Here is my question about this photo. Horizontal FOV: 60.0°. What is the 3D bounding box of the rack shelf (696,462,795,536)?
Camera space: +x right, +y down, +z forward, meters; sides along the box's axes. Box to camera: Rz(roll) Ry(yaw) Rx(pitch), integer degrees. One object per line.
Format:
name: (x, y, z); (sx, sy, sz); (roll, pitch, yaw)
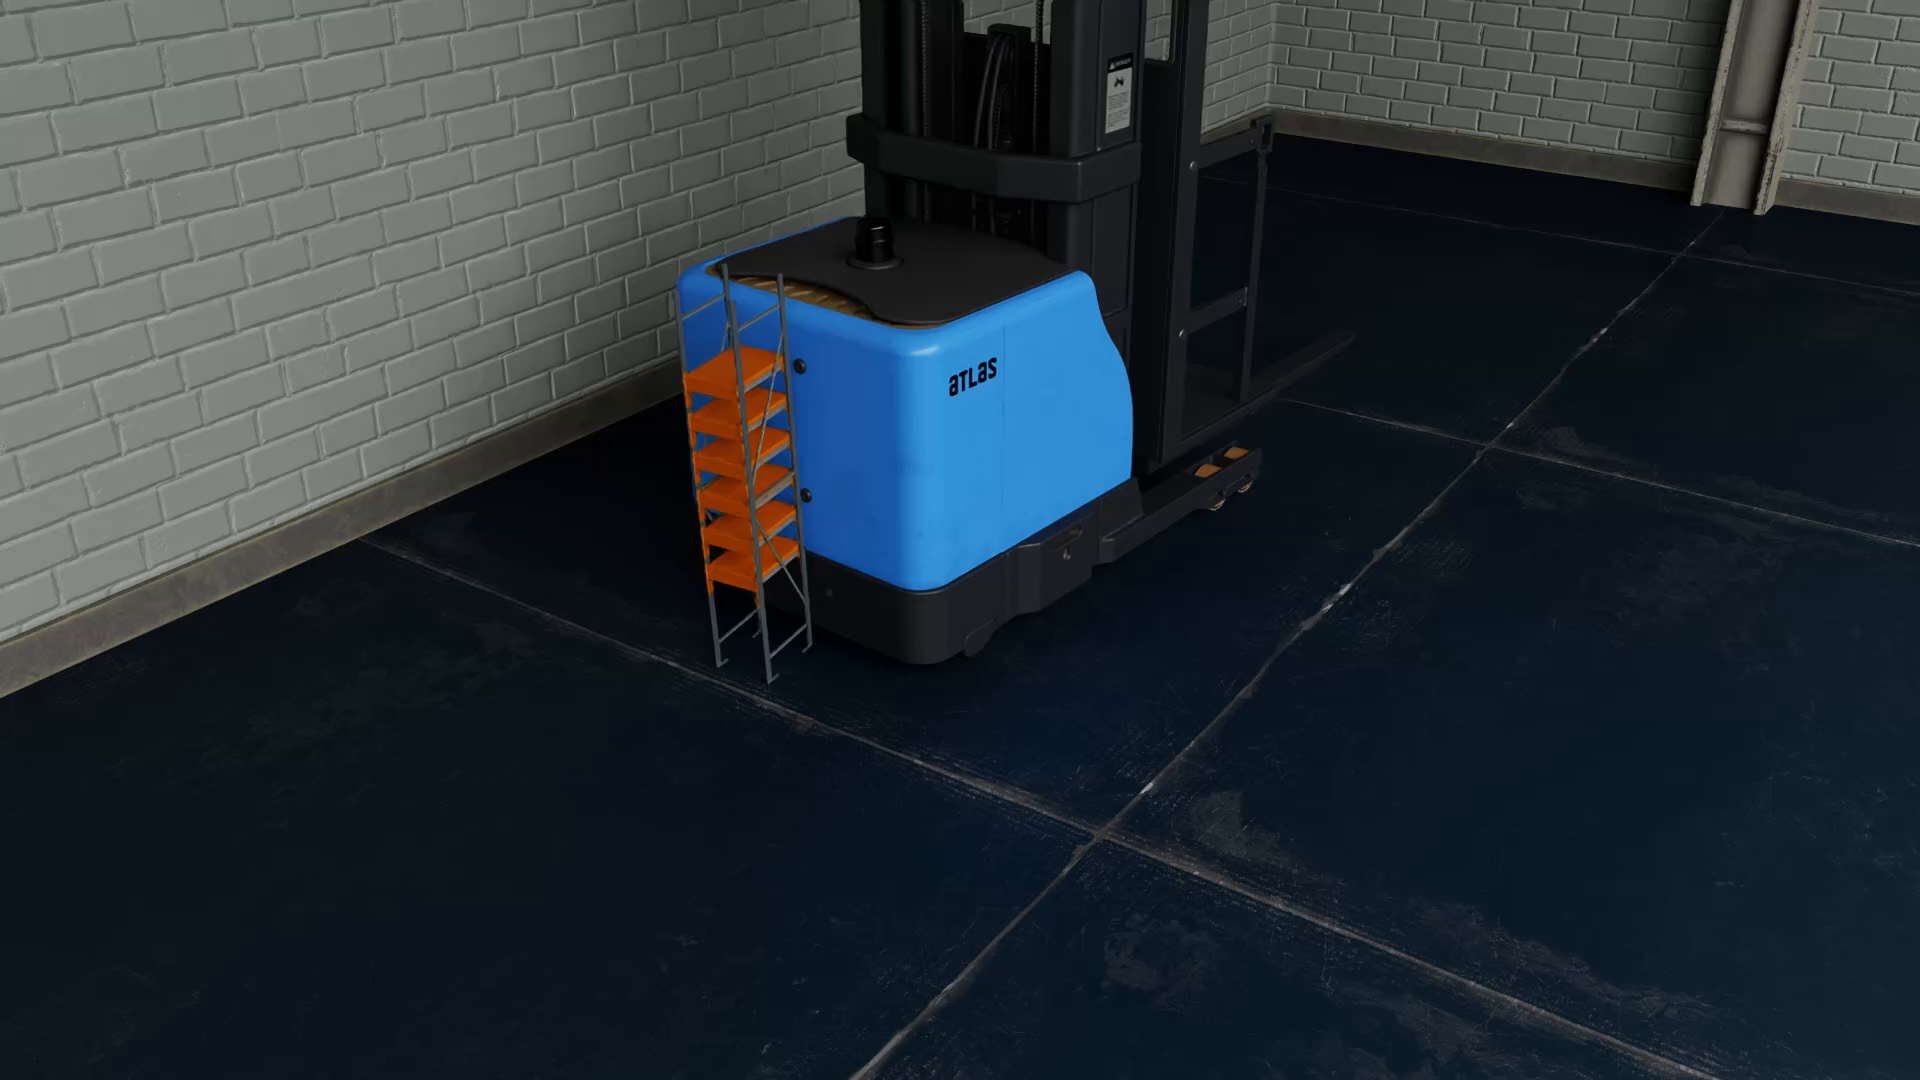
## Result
rack shelf: (-0.604, -0.130, 4.764); (0.180, 0.103, 0.258); (14, 33, 25)

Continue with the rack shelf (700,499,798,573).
rack shelf: (-0.601, -0.026, 4.824); (0.180, 0.103, 0.258); (14, 33, 25)

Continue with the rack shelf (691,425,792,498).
rack shelf: (-0.607, -0.234, 4.704); (0.180, 0.103, 0.258); (14, 33, 25)

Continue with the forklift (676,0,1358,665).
forklift: (0.452, -1.539, 5.542); (1.130, 2.935, 3.031); (20, 33, 34)

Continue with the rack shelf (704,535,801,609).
rack shelf: (-0.599, 0.078, 4.883); (0.180, 0.103, 0.258); (14, 33, 25)

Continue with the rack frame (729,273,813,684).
rack frame: (-0.525, -0.148, 4.703); (0.006, 1.200, 0.240); (14, 33, 25)

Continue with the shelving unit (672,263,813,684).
shelving unit: (-0.605, -0.168, 4.742); (0.189, 1.200, 0.258); (14, 33, 25)

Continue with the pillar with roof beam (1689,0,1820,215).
pillar with roof beam: (1.991, -4.330, 4.337); (0.400, 9.000, 9.100); (17, 32, 30)

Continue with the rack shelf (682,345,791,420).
rack shelf: (-0.613, -0.442, 4.585); (0.180, 0.103, 0.258); (14, 33, 25)

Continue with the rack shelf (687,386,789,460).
rack shelf: (-0.610, -0.338, 4.645); (0.180, 0.103, 0.258); (14, 33, 25)

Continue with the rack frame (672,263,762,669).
rack frame: (-0.686, -0.188, 4.781); (0.006, 1.200, 0.240); (14, 33, 25)
